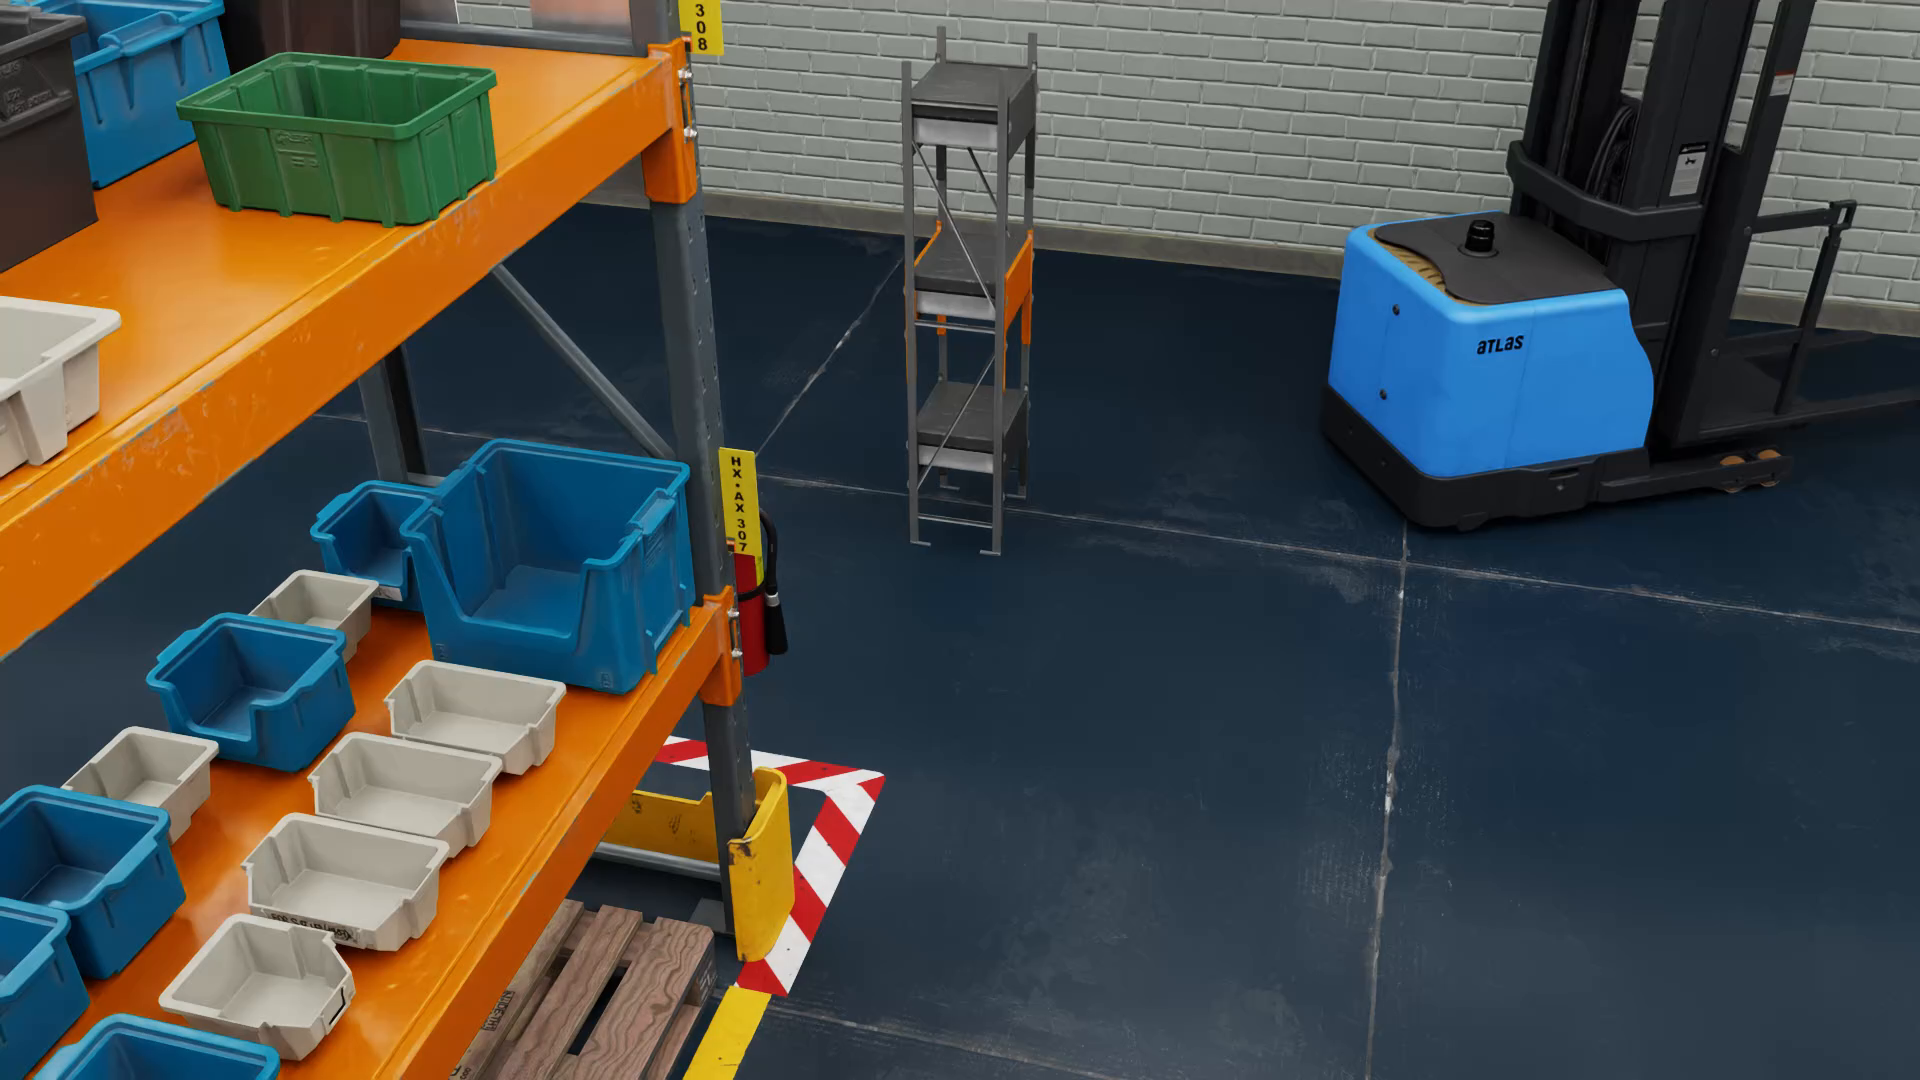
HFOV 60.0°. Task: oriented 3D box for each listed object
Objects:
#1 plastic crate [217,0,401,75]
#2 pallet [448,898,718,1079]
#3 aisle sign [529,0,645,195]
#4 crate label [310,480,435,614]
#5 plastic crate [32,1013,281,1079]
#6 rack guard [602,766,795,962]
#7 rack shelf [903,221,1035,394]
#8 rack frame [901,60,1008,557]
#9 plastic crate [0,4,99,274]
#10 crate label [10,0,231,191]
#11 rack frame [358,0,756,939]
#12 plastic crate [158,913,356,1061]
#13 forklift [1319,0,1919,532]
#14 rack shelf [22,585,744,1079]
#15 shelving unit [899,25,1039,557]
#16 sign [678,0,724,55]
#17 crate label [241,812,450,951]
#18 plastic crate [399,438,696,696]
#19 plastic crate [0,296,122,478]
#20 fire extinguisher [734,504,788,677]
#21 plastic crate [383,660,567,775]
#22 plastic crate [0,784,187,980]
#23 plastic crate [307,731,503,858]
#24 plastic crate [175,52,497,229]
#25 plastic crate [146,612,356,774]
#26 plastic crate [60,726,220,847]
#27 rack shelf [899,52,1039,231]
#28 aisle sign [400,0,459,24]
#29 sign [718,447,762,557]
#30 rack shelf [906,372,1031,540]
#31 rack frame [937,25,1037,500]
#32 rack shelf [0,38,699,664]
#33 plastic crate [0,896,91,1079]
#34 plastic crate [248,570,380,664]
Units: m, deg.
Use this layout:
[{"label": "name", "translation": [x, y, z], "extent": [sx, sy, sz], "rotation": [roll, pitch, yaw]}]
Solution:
[{"label": "plastic crate", "translation": [-1.492, -1.146, 3.583], "extent": [0.497, 0.269, 0.590], "rotation": [8, 33, 12]}, {"label": "pallet", "translation": [-1.372, 1.502, 4.690], "extent": [1.003, 0.211, 1.213], "rotation": [8, 33, 12]}, {"label": "aisle sign", "translation": [-0.823, -1.192, 3.906], "extent": [0.394, 0.787, 0.004], "rotation": [8, 33, 12]}, {"label": "crate label", "translation": [-1.506, 0.031, 4.505], "extent": [0.416, 0.233, 0.303], "rotation": [8, 33, 12]}, {"label": "plastic crate", "translation": [-1.398, 1.049, 2.905], "extent": [0.416, 0.233, 0.300], "rotation": [8, 33, 12]}, {"label": "rack guard", "translation": [-1.131, 0.943, 5.300], "extent": [1.175, 0.500, 0.348], "rotation": [8, 33, 12]}, {"label": "rack shelf", "translation": [0.042, -0.961, 6.829], "extent": [0.431, 0.518, 0.480], "rotation": [8, 33, 12]}, {"label": "rack frame", "translation": [-0.020, -0.845, 6.623], "extent": [0.400, 2.100, 0.015], "rotation": [8, 33, 12]}, {"label": "plastic crate", "translation": [-1.778, -0.582, 2.631], "extent": [0.504, 0.338, 0.767], "rotation": [8, 33, 12]}, {"label": "crate label", "translation": [-1.671, -0.866, 3.158], "extent": [0.408, 0.251, 0.502], "rotation": [8, 33, 12]}, {"label": "rack frame", "translation": [-1.125, -0.097, 4.607], "extent": [1.000, 3.000, 0.127], "rotation": [8, 33, 12]}, {"label": "plastic crate", "translation": [-1.348, 0.889, 3.246], "extent": [0.298, 0.136, 0.250], "rotation": [8, 33, 12]}, {"label": "forklift", "translation": [3.295, -1.715, 7.216], "extent": [3.031, 2.935, 1.130], "rotation": [-9, 34, -14]}, {"label": "rack shelf", "translation": [-1.632, 1.244, 3.167], "extent": [1.077, 0.370, 4.000], "rotation": [8, 33, 12]}, {"label": "shelving unit", "translation": [0.042, -0.972, 6.822], "extent": [0.431, 2.100, 0.503], "rotation": [8, 33, 12]}, {"label": "sign", "translation": [-0.588, -1.252, 3.726], "extent": [0.100, 0.325, 0.005], "rotation": [8, 33, 12]}, {"label": "crate label", "translation": [-1.291, 0.733, 3.491], "extent": [0.396, 0.136, 0.243], "rotation": [8, 33, 12]}, {"label": "plastic crate", "translation": [-1.029, 0.062, 4.268], "extent": [0.616, 0.435, 0.499], "rotation": [8, 33, 12]}, {"label": "plastic crate", "translation": [-1.409, -0.146, 2.133], "extent": [0.437, 0.136, 0.530], "rotation": [8, 33, 12]}, {"label": "fire extinguisher", "translation": [-0.647, 0.076, 4.754], "extent": [0.296, 0.674, 0.183], "rotation": [8, 33, 12]}, {"label": "plastic crate", "translation": [-1.157, 0.437, 3.957], "extent": [0.396, 0.136, 0.243], "rotation": [8, 33, 12]}, {"label": "plastic crate", "translation": [-1.840, 0.715, 3.430], "extent": [0.416, 0.233, 0.300], "rotation": [8, 33, 12]}, {"label": "plastic crate", "translation": [-1.244, 0.585, 3.724], "extent": [0.396, 0.136, 0.243], "rotation": [8, 33, 12]}, {"label": "plastic crate", "translation": [-1.099, -0.723, 2.993], "extent": [0.450, 0.188, 0.336], "rotation": [8, 33, 12]}, {"label": "plastic crate", "translation": [-1.673, 0.373, 3.967], "extent": [0.416, 0.233, 0.300], "rotation": [8, 33, 12]}, {"label": "plastic crate", "translation": [-1.839, 0.579, 3.733], "extent": [0.250, 0.136, 0.298], "rotation": [8, 33, 12]}, {"label": "rack shelf", "translation": [0.042, -1.551, 6.454], "extent": [0.431, 0.518, 0.480], "rotation": [8, 33, 12]}, {"label": "aisle sign", "translation": [-1.394, -1.272, 4.032], "extent": [0.394, 0.787, 0.004], "rotation": [8, 33, 12]}, {"label": "sign", "translation": [-0.588, -0.100, 4.459], "extent": [0.100, 0.325, 0.005], "rotation": [8, 33, 12]}, {"label": "rack shelf", "translation": [0.042, -0.370, 7.205], "extent": [0.431, 0.518, 0.480], "rotation": [8, 33, 12]}, {"label": "rack frame", "translation": [0.104, -1.099, 7.021], "extent": [0.400, 2.100, 0.015], "rotation": [8, 33, 12]}, {"label": "rack shelf", "translation": [-1.632, -0.022, 2.363], "extent": [1.077, 0.370, 4.000], "rotation": [8, 33, 12]}, {"label": "plastic crate", "translation": [-1.916, 0.870, 3.185], "extent": [0.416, 0.233, 0.300], "rotation": [8, 33, 12]}, {"label": "plastic crate", "translation": [-1.667, 0.227, 4.287], "extent": [0.250, 0.136, 0.298], "rotation": [8, 33, 12]}]
